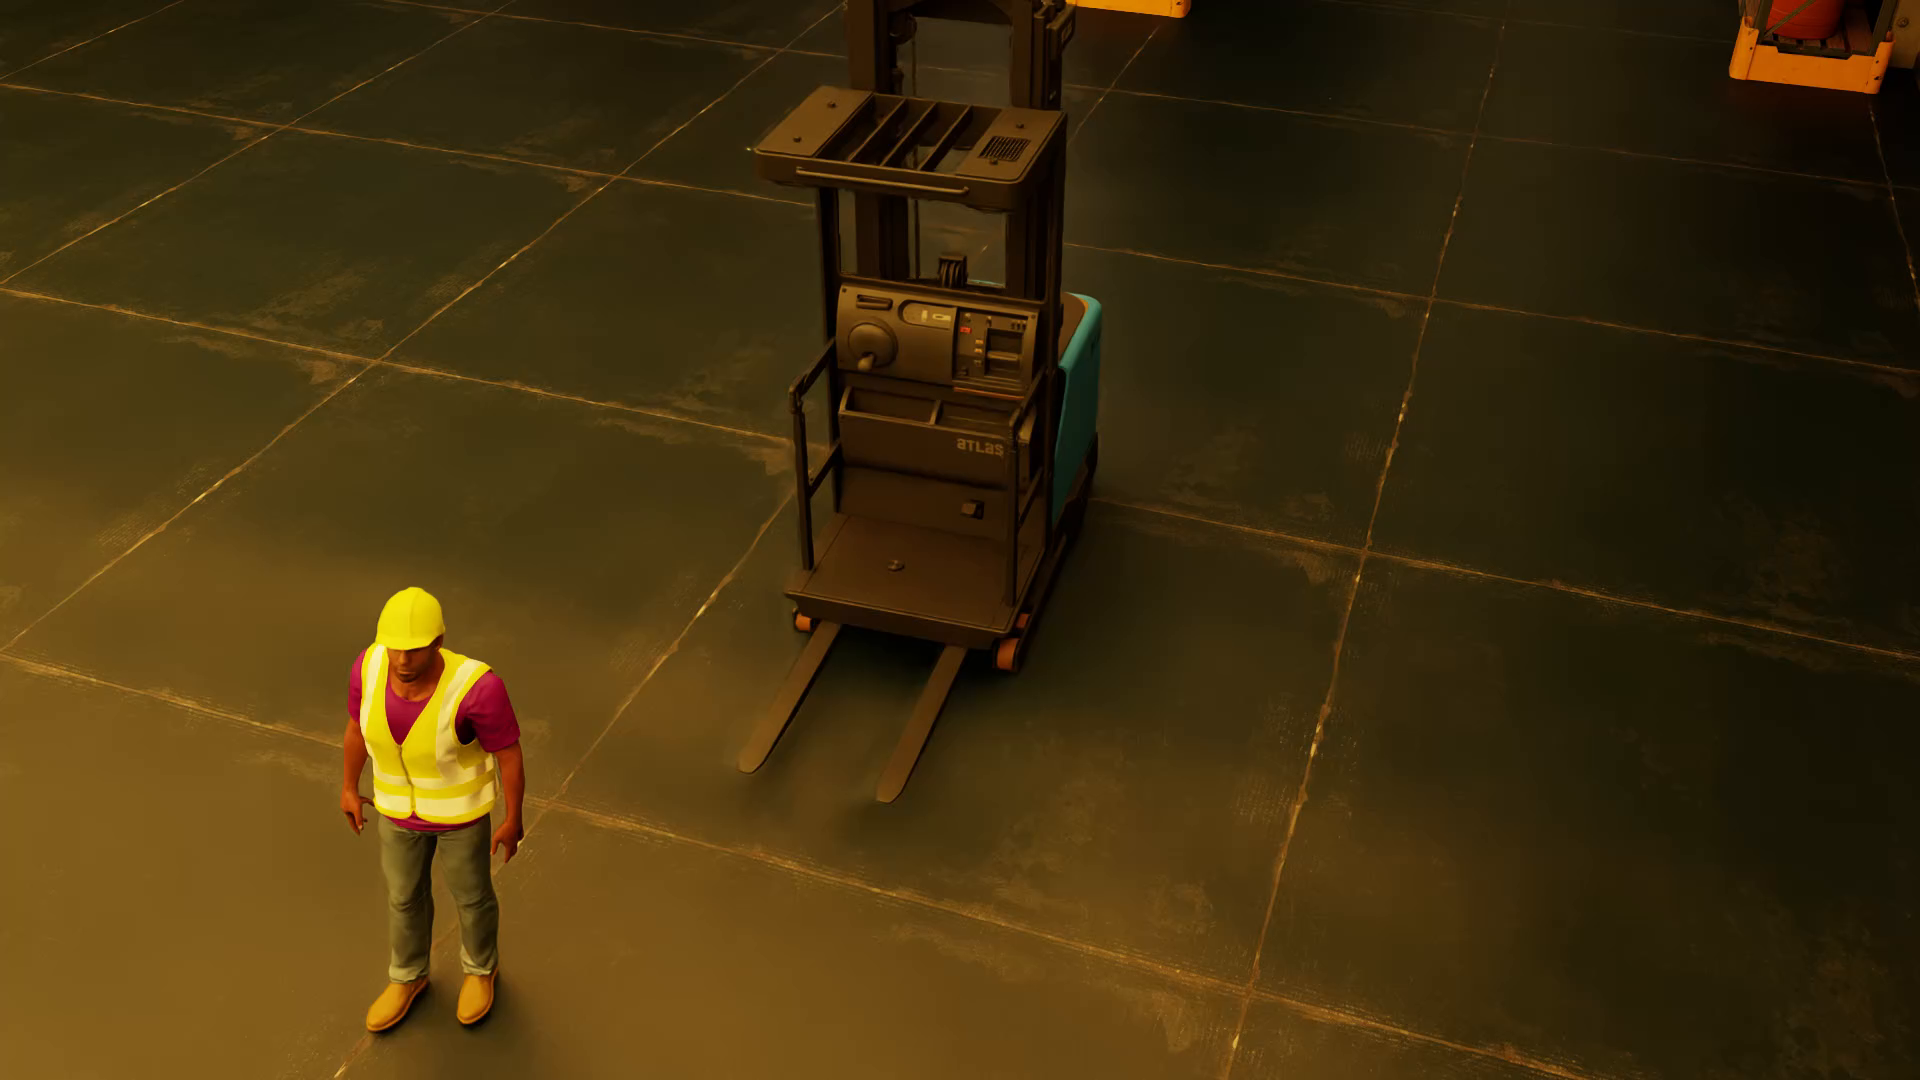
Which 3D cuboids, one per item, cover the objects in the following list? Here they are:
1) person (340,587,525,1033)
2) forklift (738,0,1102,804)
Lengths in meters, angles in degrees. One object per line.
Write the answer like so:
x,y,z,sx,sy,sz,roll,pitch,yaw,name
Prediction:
-1.843,0.962,5.752,0.665,1.768,0.565,6,36,9,person
-0.166,-0.839,7.294,1.130,2.935,3.031,10,37,14,forklift
